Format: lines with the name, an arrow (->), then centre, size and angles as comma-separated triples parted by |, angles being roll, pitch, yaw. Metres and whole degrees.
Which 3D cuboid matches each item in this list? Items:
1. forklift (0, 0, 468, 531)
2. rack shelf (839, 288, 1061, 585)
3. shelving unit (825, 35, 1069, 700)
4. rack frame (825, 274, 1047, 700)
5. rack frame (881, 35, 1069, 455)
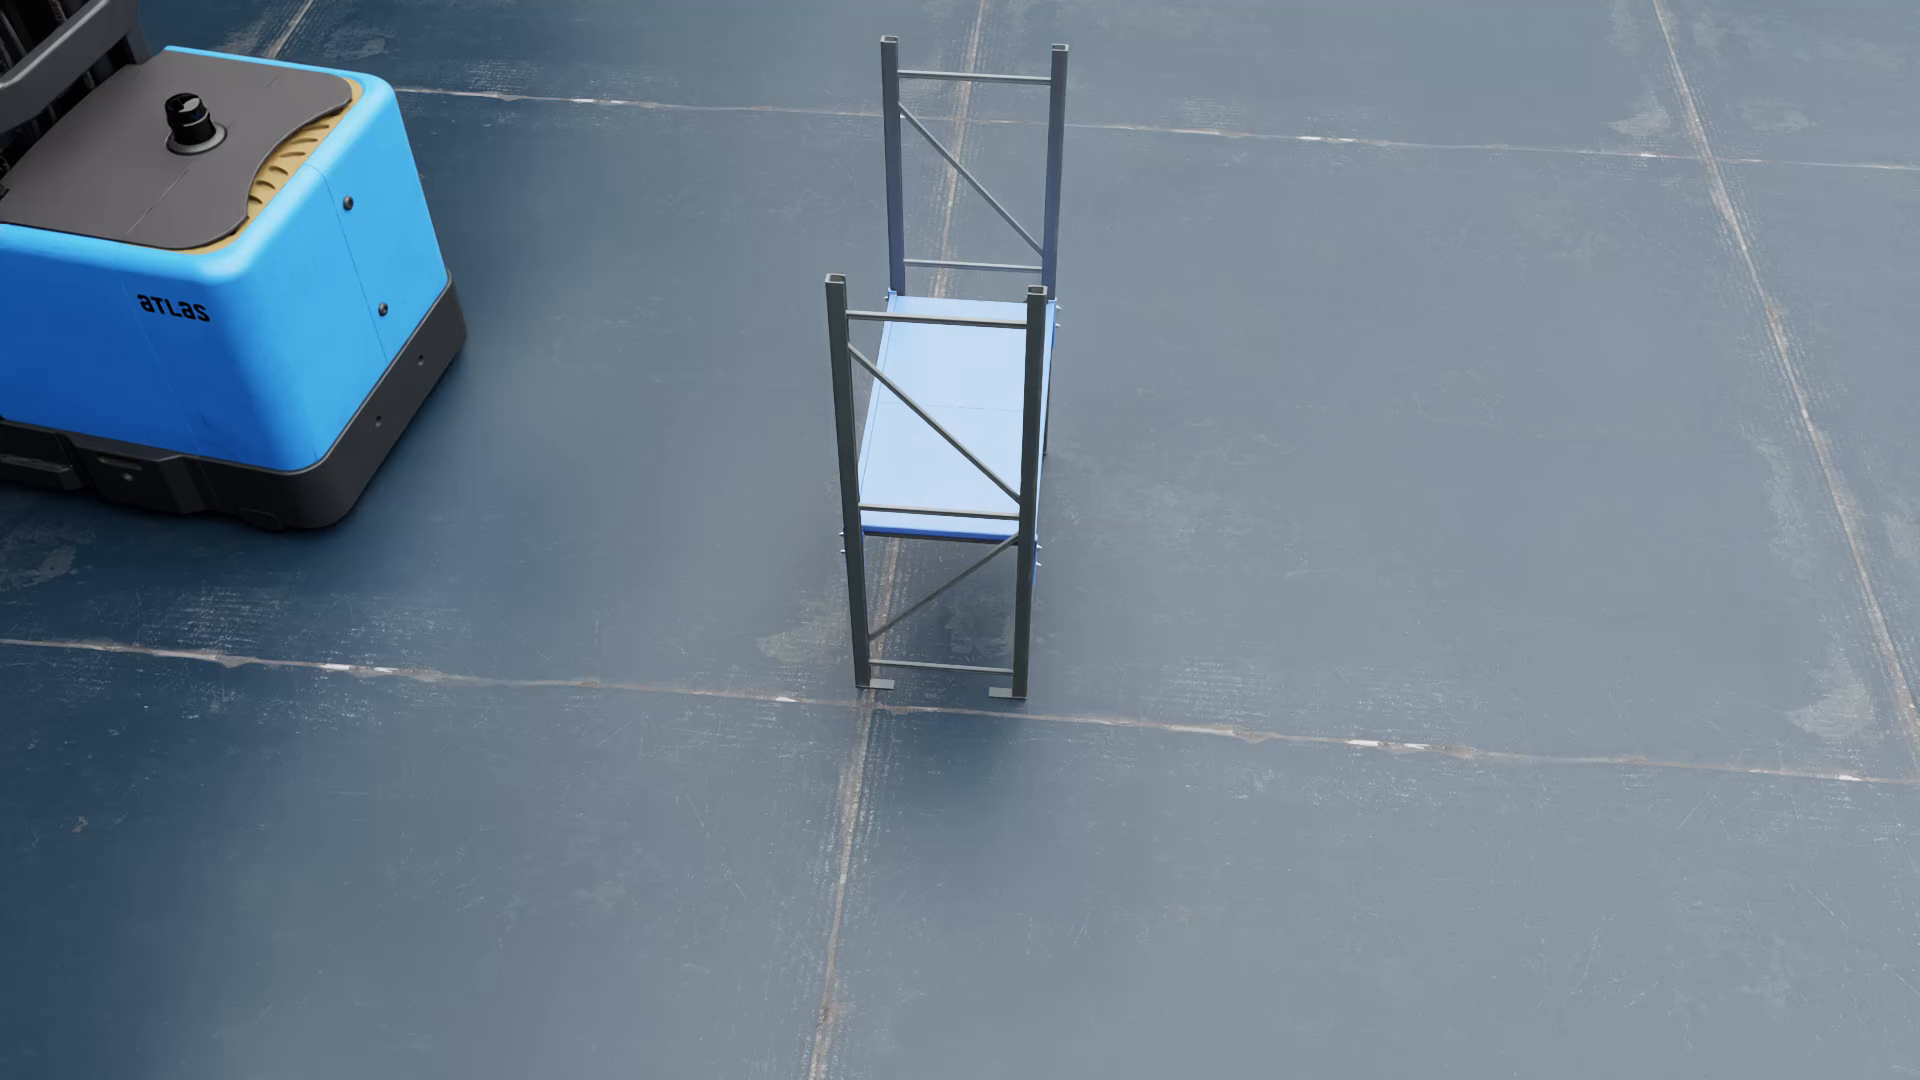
forklift -> -3.294, -1.602, 4.729 | 3.031, 2.935, 1.130 | 10, 48, 9
rack shelf -> -0.008, -0.322, 4.772 | 0.538, 0.185, 1.000 | 4, 48, 4
shelving unit -> -0.008, -0.443, 4.639 | 0.538, 1.500, 1.048 | 4, 48, 4
rack frame -> -0.054, -0.070, 4.298 | 0.500, 1.500, 0.032 | 4, 48, 4
rack frame -> 0.039, -0.817, 4.981 | 0.500, 1.500, 0.032 | 4, 48, 4
